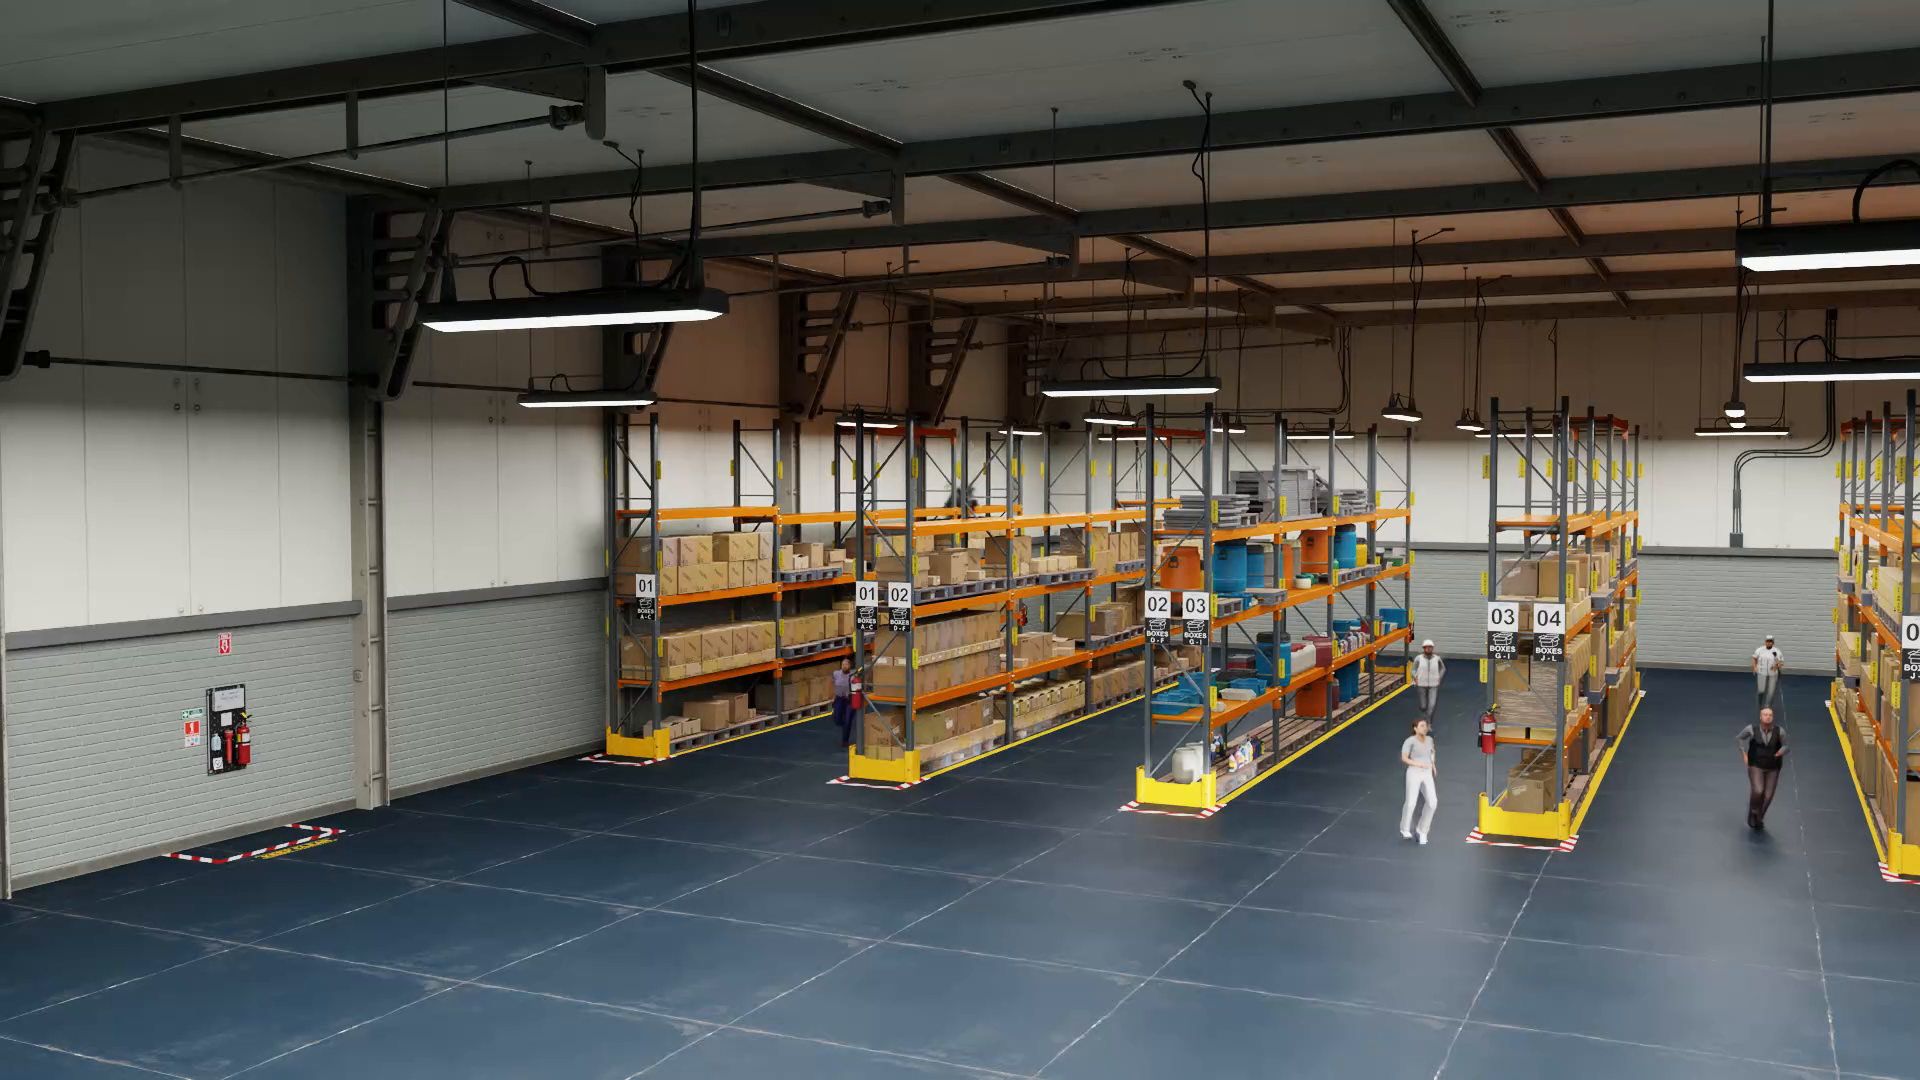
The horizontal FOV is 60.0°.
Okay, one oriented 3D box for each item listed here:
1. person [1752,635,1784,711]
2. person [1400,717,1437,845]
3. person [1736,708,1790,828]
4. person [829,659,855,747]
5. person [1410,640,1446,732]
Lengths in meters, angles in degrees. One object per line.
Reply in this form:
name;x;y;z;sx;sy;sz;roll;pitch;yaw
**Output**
person;16.489;2.760;33.948;0.591;1.628;0.550;1;3;25
person;6.190;3.231;22.363;0.580;1.706;0.686;0;2;-10
person;11.165;3.171;23.086;0.653;1.678;0.698;1;2;13
person;-2.102;2.952;30.141;0.645;1.600;0.623;0;2;10
person;9.044;2.801;32.128;0.668;1.757;0.698;0;2;12
